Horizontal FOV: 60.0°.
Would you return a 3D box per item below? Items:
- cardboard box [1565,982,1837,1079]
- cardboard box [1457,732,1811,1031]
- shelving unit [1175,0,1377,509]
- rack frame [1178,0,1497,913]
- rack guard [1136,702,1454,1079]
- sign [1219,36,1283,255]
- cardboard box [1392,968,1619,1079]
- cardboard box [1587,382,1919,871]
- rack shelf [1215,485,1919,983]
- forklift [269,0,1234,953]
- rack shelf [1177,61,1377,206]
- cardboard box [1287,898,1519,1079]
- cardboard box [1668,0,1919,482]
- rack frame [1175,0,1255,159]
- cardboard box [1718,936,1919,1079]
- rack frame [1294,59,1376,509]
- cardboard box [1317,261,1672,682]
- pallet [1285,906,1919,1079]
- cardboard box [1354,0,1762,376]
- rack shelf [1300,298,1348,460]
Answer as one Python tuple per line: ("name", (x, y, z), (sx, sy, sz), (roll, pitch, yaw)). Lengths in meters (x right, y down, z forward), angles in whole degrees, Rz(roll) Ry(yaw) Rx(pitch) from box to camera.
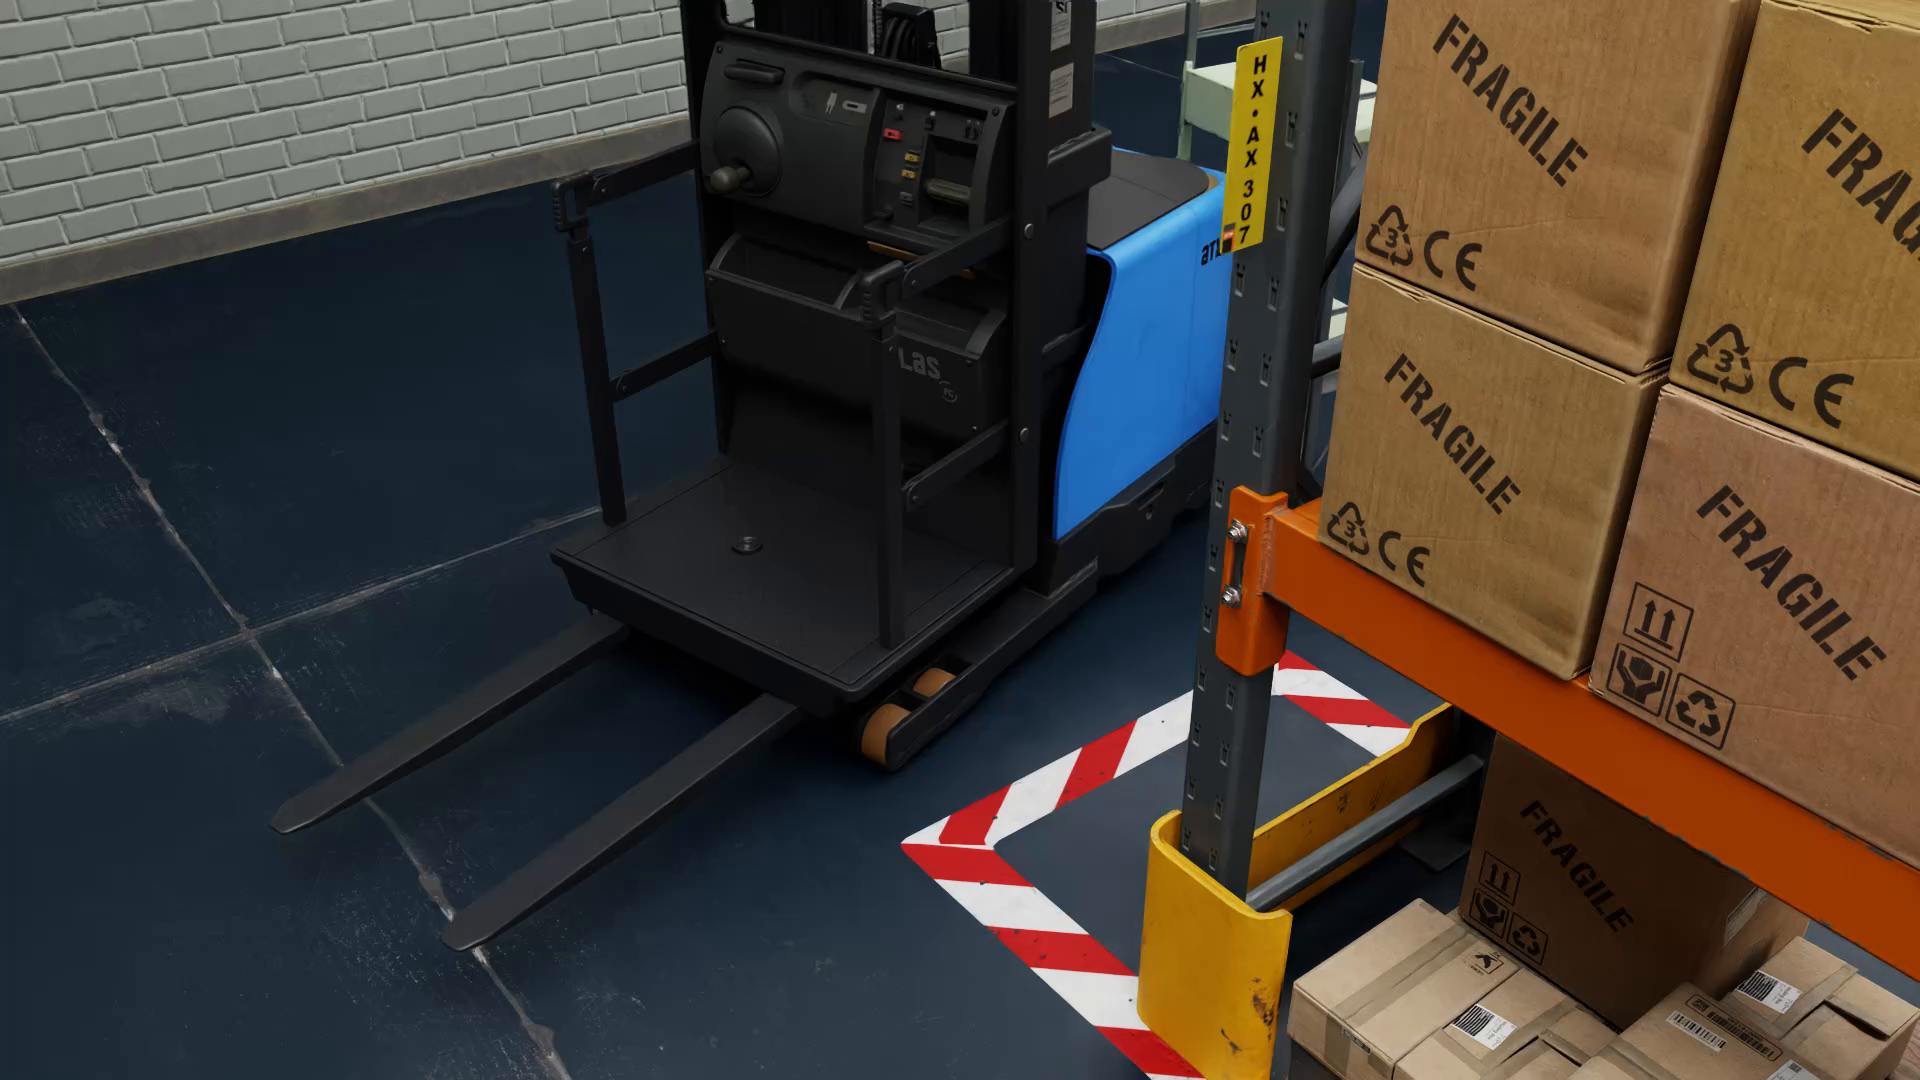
("cardboard box", (1.294, 1.097, 2.829), (0.500, 0.250, 0.500), (-22, 38, -31))
("cardboard box", (1.406, 0.611, 3.375), (0.500, 0.500, 0.500), (-22, 38, -31))
("shelving unit", (1.046, -0.873, 5.234), (0.431, 1.500, 0.755), (-17, 36, -25))
("rack frame", (0.878, -0.411, 3.068), (1.000, 3.000, 0.127), (-22, 38, -31))
("rack guard", (0.924, 0.683, 3.677), (1.175, 0.500, 0.348), (-22, 38, -31))
("sign", (0.449, -0.603, 2.557), (0.100, 0.325, 0.005), (-22, 38, -31))
("cardboard box", (1.016, 0.996, 3.072), (0.380, 0.166, 0.250), (-22, 38, -31))
("cardboard box", (1.262, 0.030, 2.263), (0.500, 0.500, 0.500), (-23, 38, -32))
("rack shelf", (2.104, 0.728, 1.916), (1.077, 0.370, 4.000), (-22, 38, -31))
("forklift", (-0.409, -0.947, 3.996), (1.130, 2.935, 3.031), (21, 38, 30))
("rack shelf", (1.046, -1.204, 5.028), (0.431, 0.370, 0.720), (-17, 36, -25))
("cardboard box", (0.863, 0.899, 3.244), (0.380, 0.149, 0.250), (-22, 38, -31))
("cardboard box", (1.268, -0.392, 1.996), (0.500, 0.500, 0.500), (-22, 38, -31))
("rack frame", (0.864, -1.040, 5.503), (0.400, 1.500, 0.023), (-17, 36, -25))
("cardboard box", (1.583, 0.951, 3.145), (0.380, 0.166, 0.250), (-22, 38, -31))
("rack frame", (1.229, -0.706, 4.964), (0.400, 1.500, 0.023), (-17, 36, -25))
("cardboard box", (0.941, -0.183, 2.607), (0.500, 0.500, 0.500), (-21, 38, -30))
("pallet", (1.414, 1.138, 3.219), (1.003, 0.211, 1.213), (-22, 38, -31))
("cardboard box", (0.941, -0.608, 2.343), (0.500, 0.500, 0.500), (-21, 38, -30))
("rack shelf", (1.046, -0.596, 5.406), (0.431, 0.370, 0.720), (-17, 36, -25))
